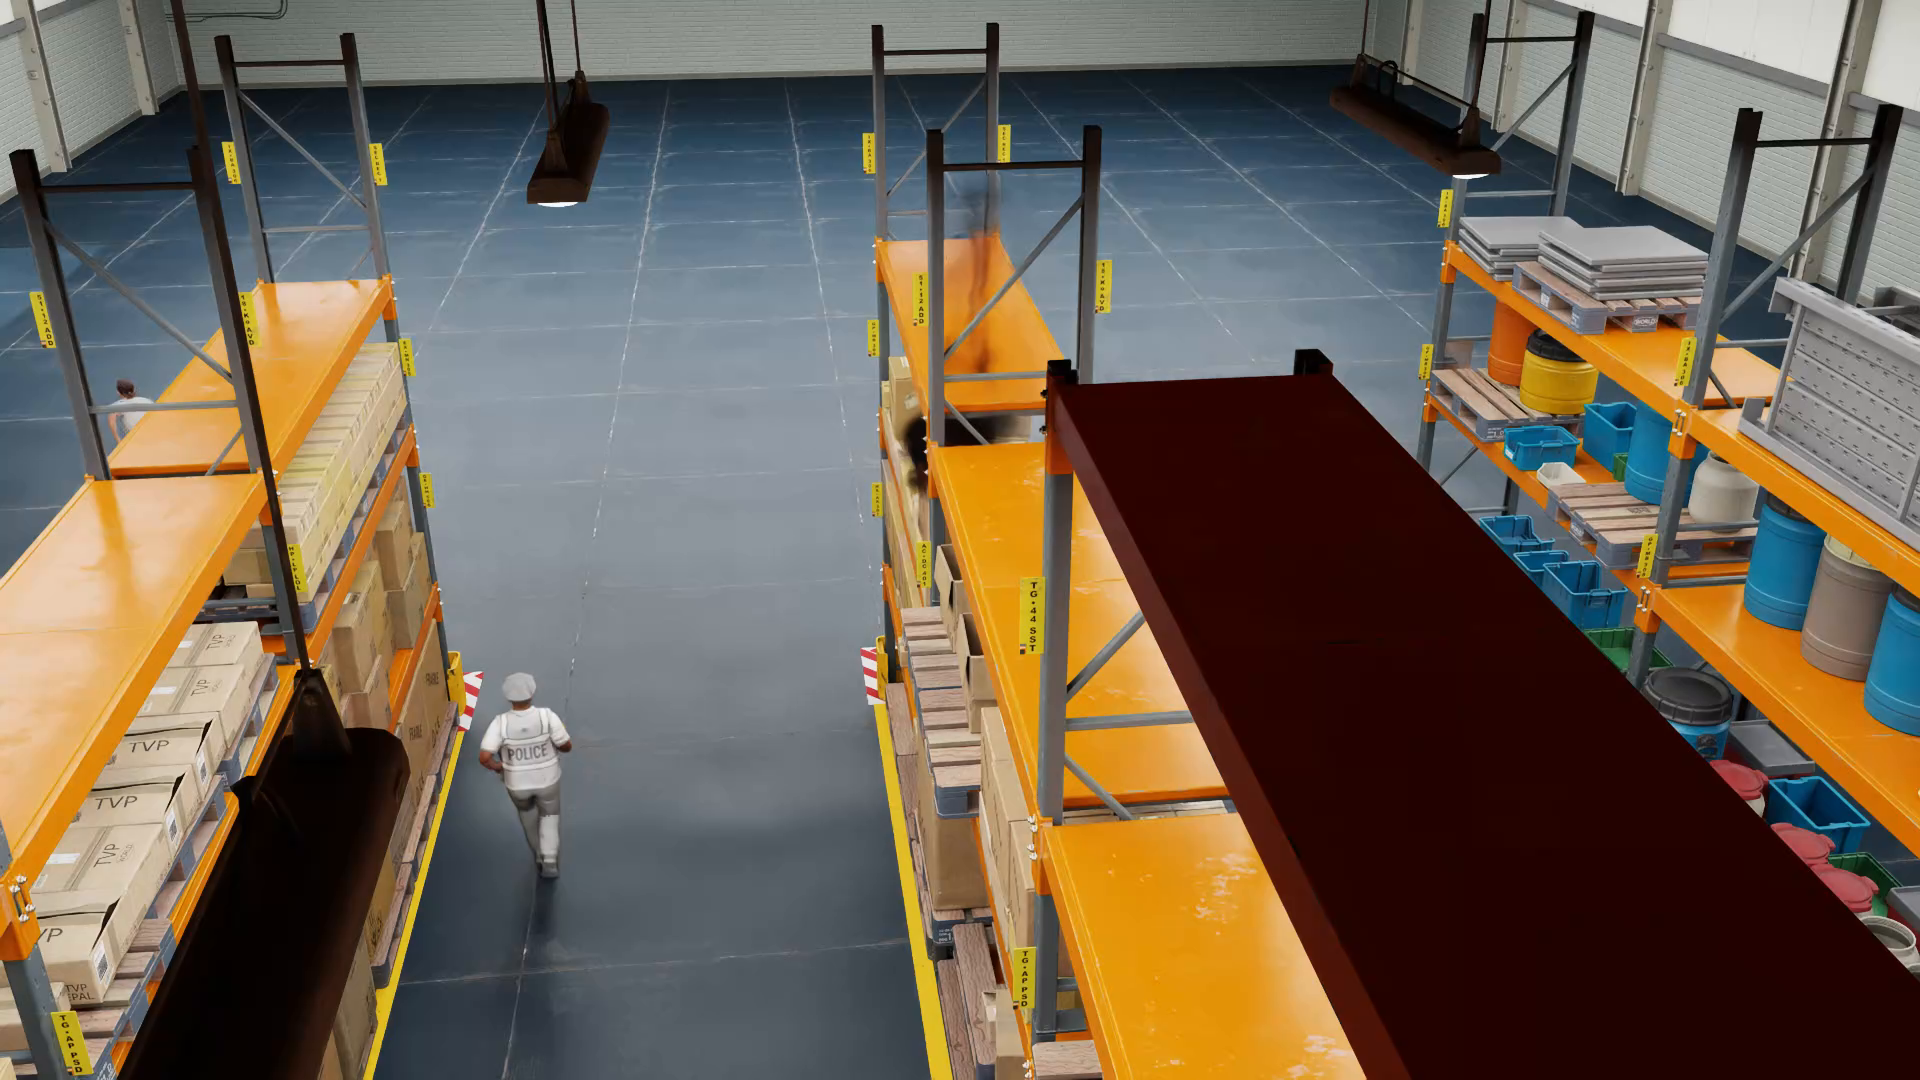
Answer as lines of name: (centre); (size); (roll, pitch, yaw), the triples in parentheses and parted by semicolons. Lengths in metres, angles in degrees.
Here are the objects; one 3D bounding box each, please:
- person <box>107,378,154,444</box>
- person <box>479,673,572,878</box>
person: (-9.153, -0.954, 18.720); (0.606, 1.626, 0.961); (-21, 33, -37)
person: (-3.269, 1.846, 12.662); (0.673, 1.790, 0.814); (-5, 26, -11)
